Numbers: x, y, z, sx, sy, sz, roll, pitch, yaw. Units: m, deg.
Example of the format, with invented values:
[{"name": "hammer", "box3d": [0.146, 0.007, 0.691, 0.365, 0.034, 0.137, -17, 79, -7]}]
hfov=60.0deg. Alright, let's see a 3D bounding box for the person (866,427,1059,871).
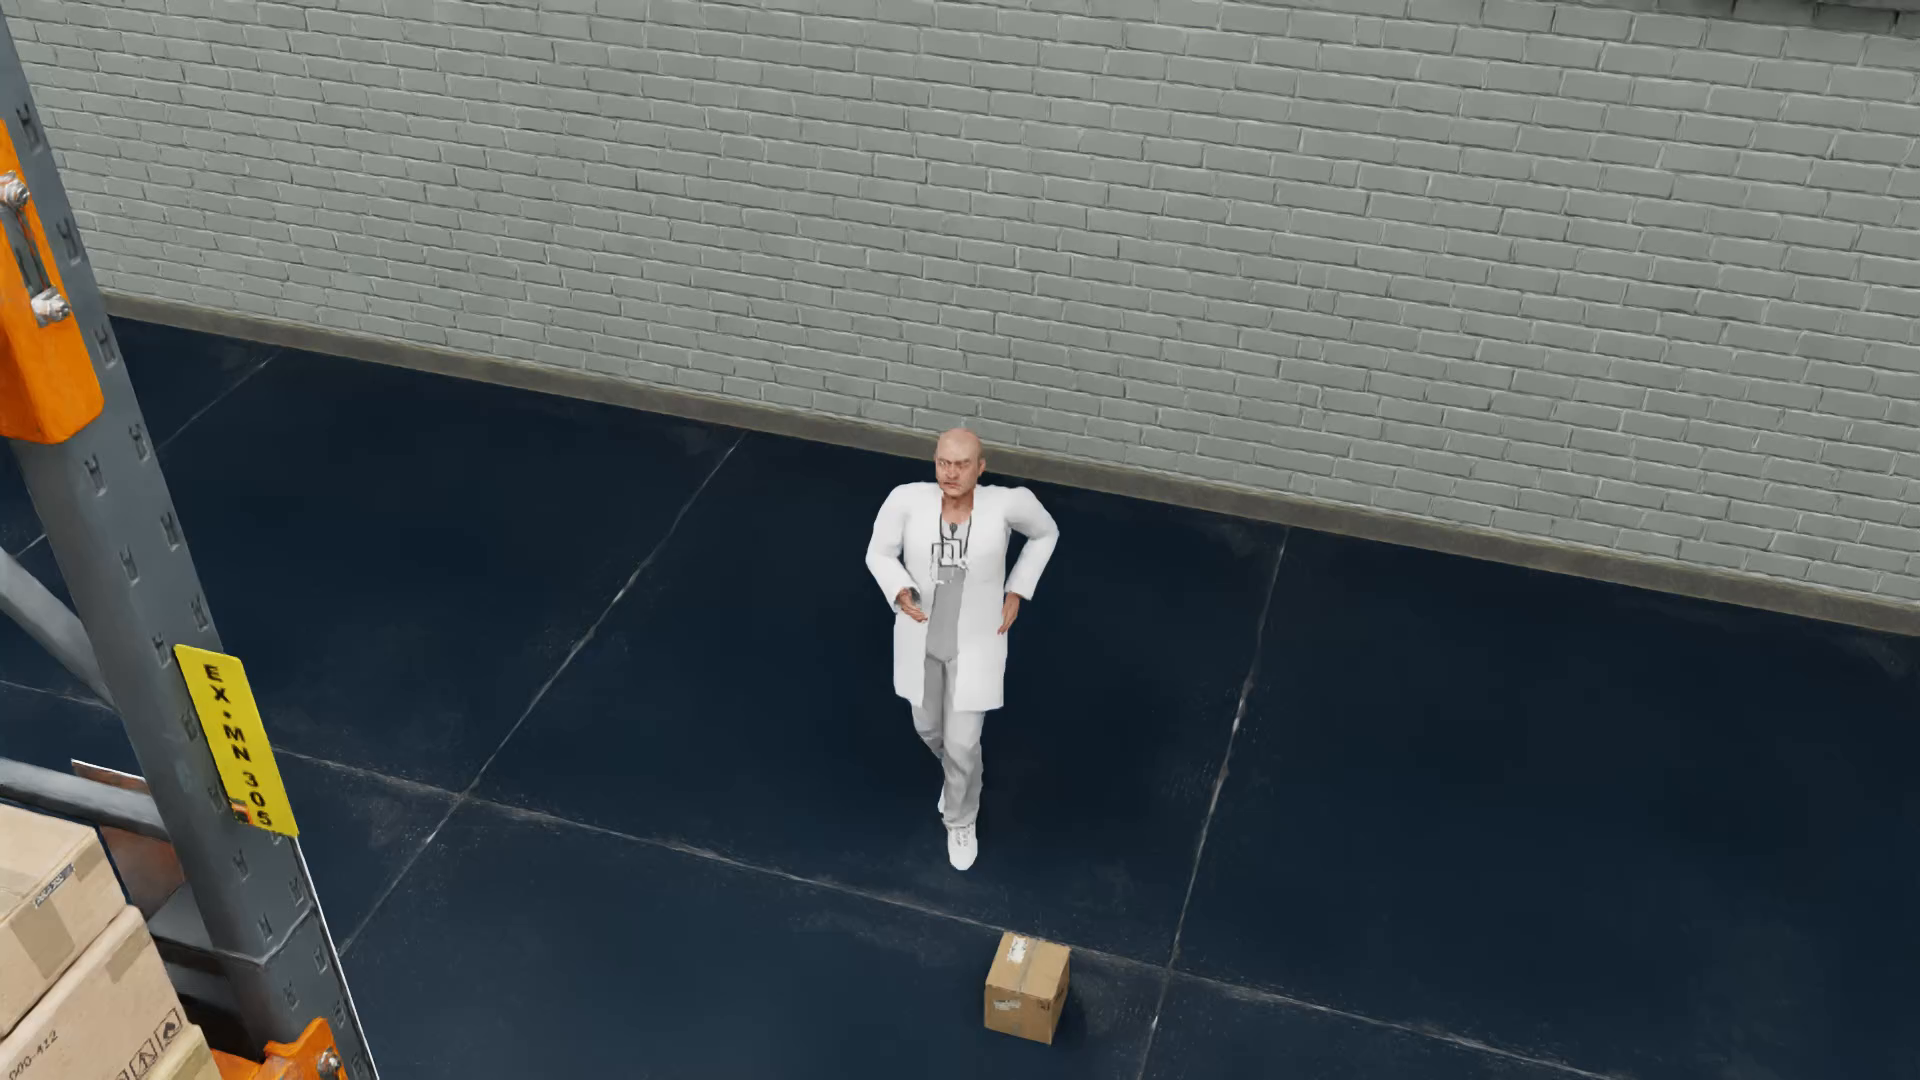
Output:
[{"name": "person", "box3d": [-0.034, 0.395, 6.422, 0.684, 1.784, 0.733, 10, 38, 13]}]
